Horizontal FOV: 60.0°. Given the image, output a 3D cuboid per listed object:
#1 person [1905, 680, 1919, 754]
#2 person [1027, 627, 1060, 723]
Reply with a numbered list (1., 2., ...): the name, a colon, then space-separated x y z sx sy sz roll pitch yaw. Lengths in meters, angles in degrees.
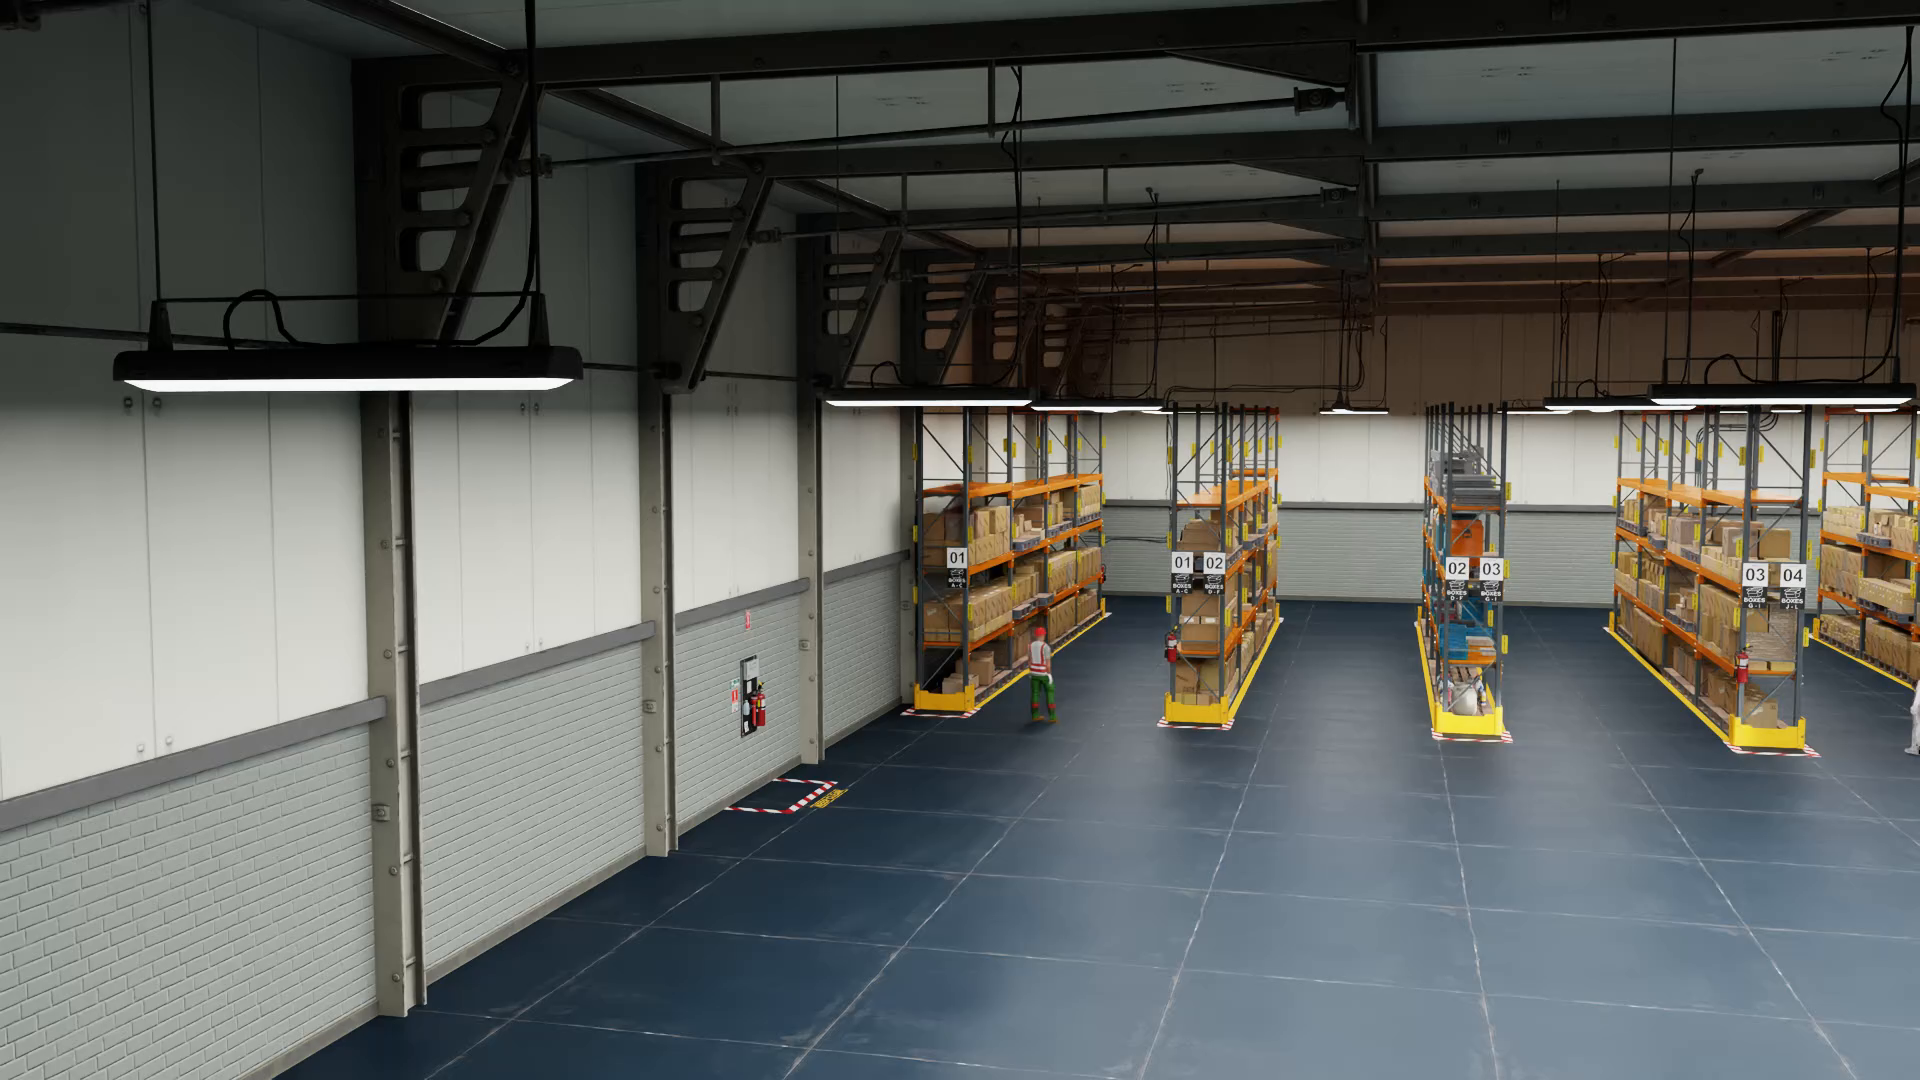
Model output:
1. person: 16.350 2.810 28.158 0.517 1.682 0.459 0 4 -5
2. person: 1.557 2.536 31.259 0.583 1.819 0.452 3 5 36
